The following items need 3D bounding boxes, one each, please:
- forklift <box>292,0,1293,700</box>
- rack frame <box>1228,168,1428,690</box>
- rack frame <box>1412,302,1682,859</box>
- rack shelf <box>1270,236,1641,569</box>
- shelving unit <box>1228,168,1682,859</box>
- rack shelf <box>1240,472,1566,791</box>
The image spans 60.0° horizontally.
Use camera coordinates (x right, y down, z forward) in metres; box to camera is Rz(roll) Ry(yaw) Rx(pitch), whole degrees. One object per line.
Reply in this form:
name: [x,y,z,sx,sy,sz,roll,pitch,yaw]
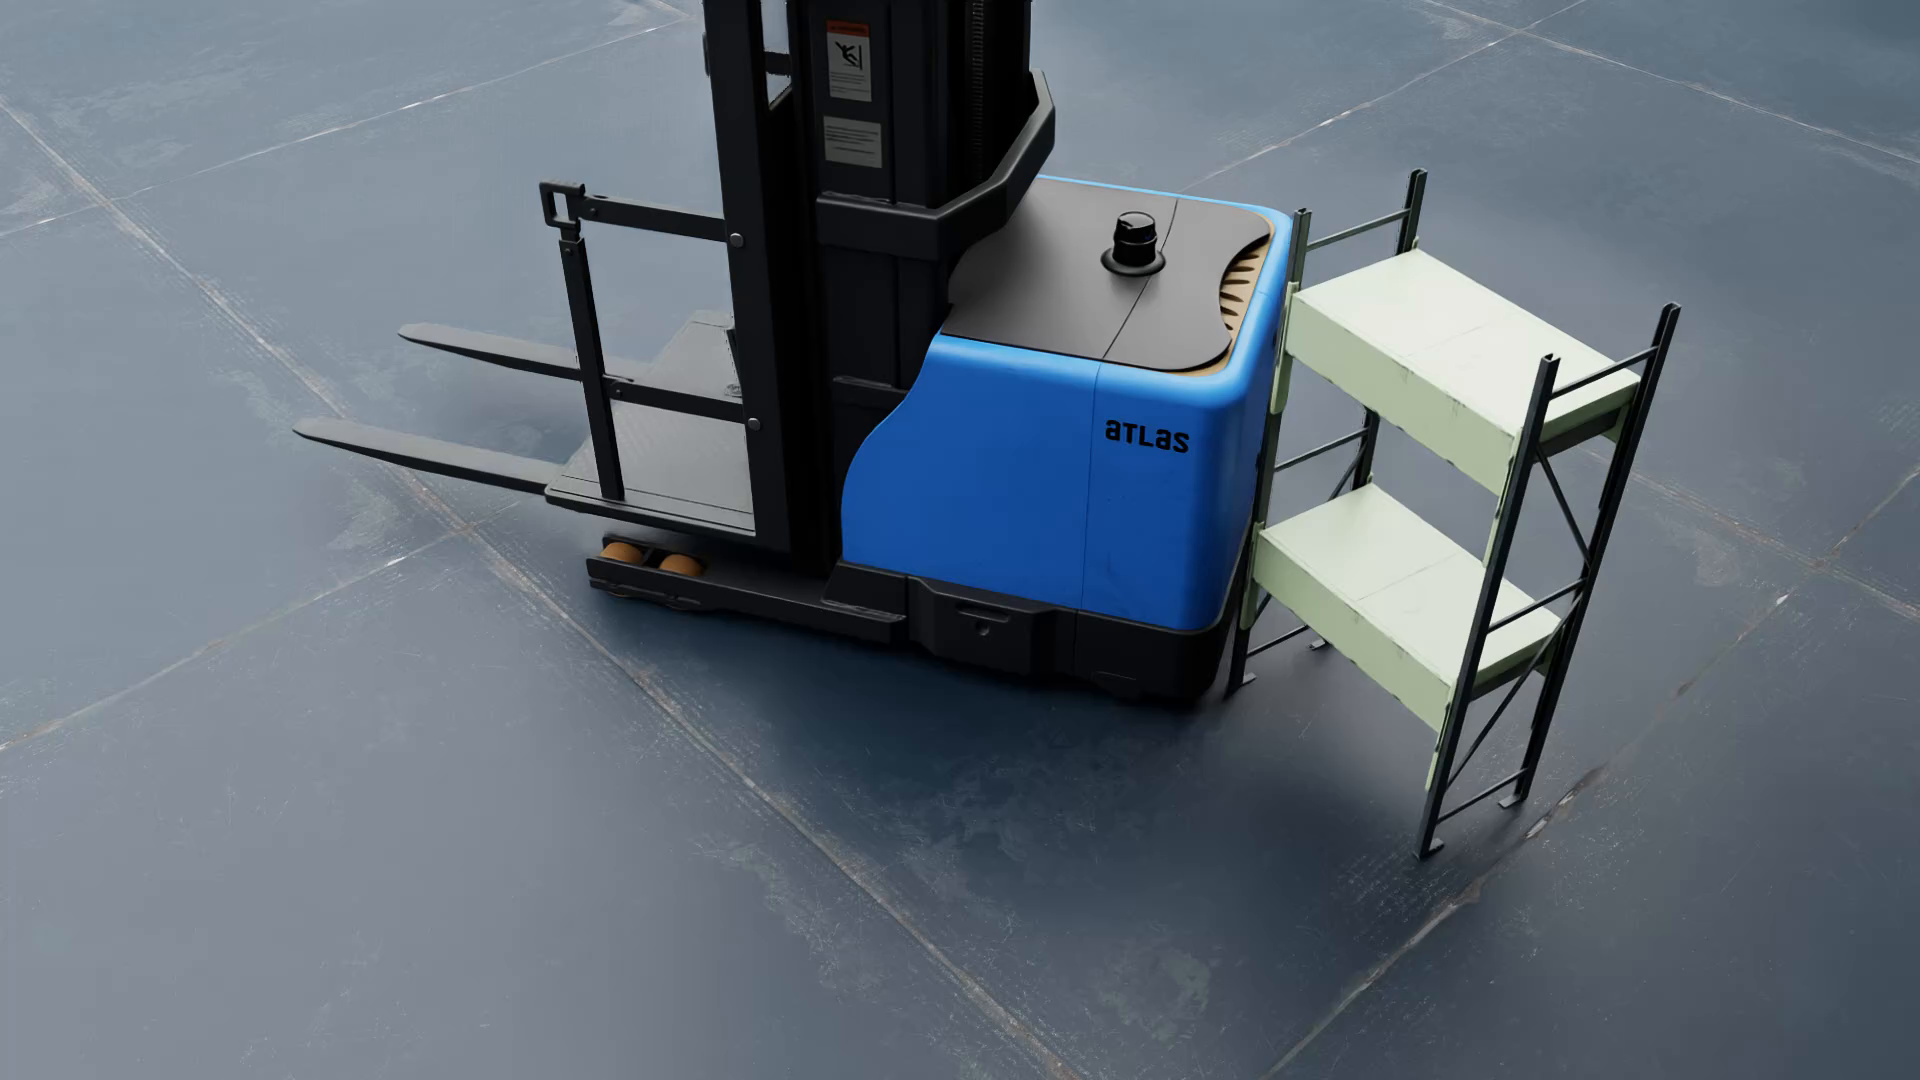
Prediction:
forklift: [-0.604,-1.233,4.444,3.031,2.935,1.130,11,40,14]
rack frame: [0.937,-0.230,4.341,0.400,1.500,0.023,-22,44,-25]
rack frame: [1.332,0.158,3.861,0.400,1.500,0.023,-22,44,-25]
rack shelf: [1.134,-0.340,3.856,0.431,0.370,0.720,-22,44,-25]
shelving unit: [1.134,-0.036,4.101,0.431,1.500,0.755,-22,44,-25]
rack shelf: [1.134,0.217,4.306,0.431,0.370,0.720,-22,44,-25]
